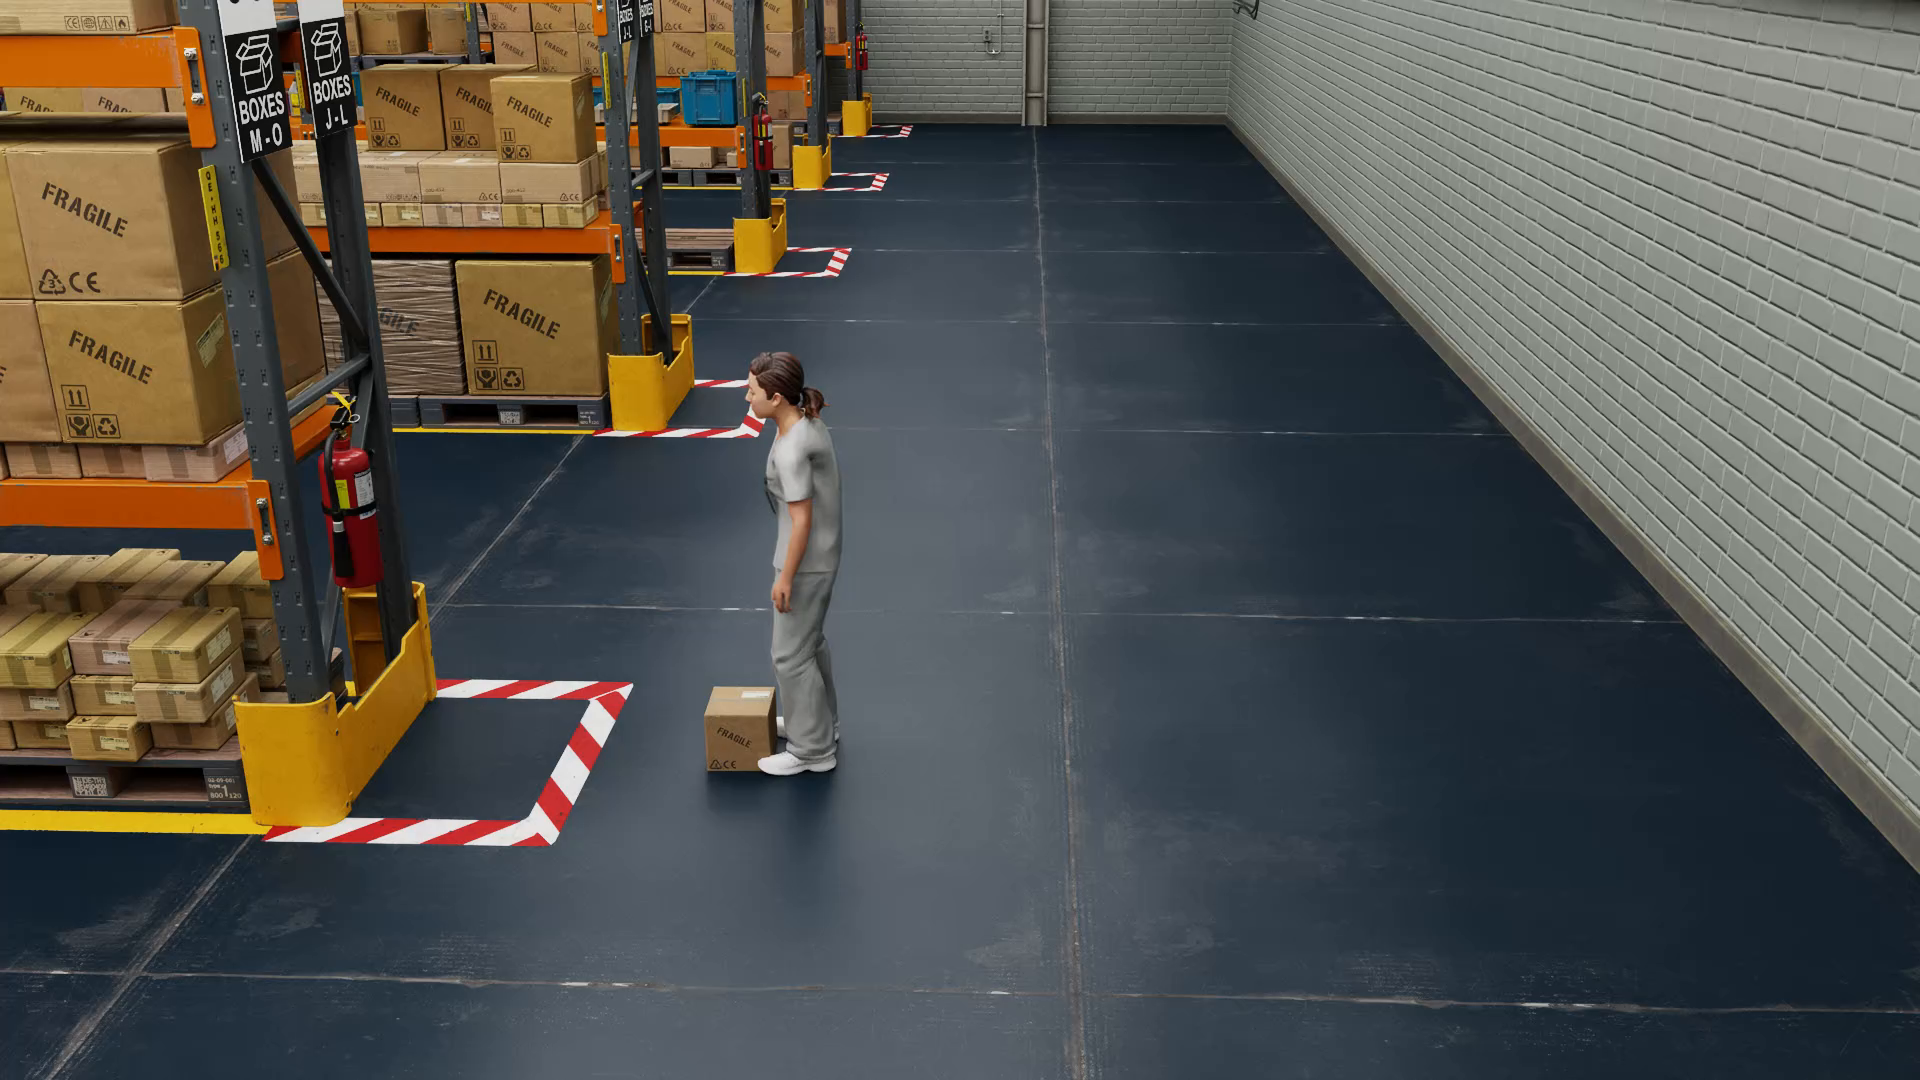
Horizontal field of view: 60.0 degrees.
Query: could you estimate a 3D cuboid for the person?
[{"bbox_3d":[-0.620,0.087,6.354,0.351,1.673,0.512,0,21,-1],"label":"person"}]
